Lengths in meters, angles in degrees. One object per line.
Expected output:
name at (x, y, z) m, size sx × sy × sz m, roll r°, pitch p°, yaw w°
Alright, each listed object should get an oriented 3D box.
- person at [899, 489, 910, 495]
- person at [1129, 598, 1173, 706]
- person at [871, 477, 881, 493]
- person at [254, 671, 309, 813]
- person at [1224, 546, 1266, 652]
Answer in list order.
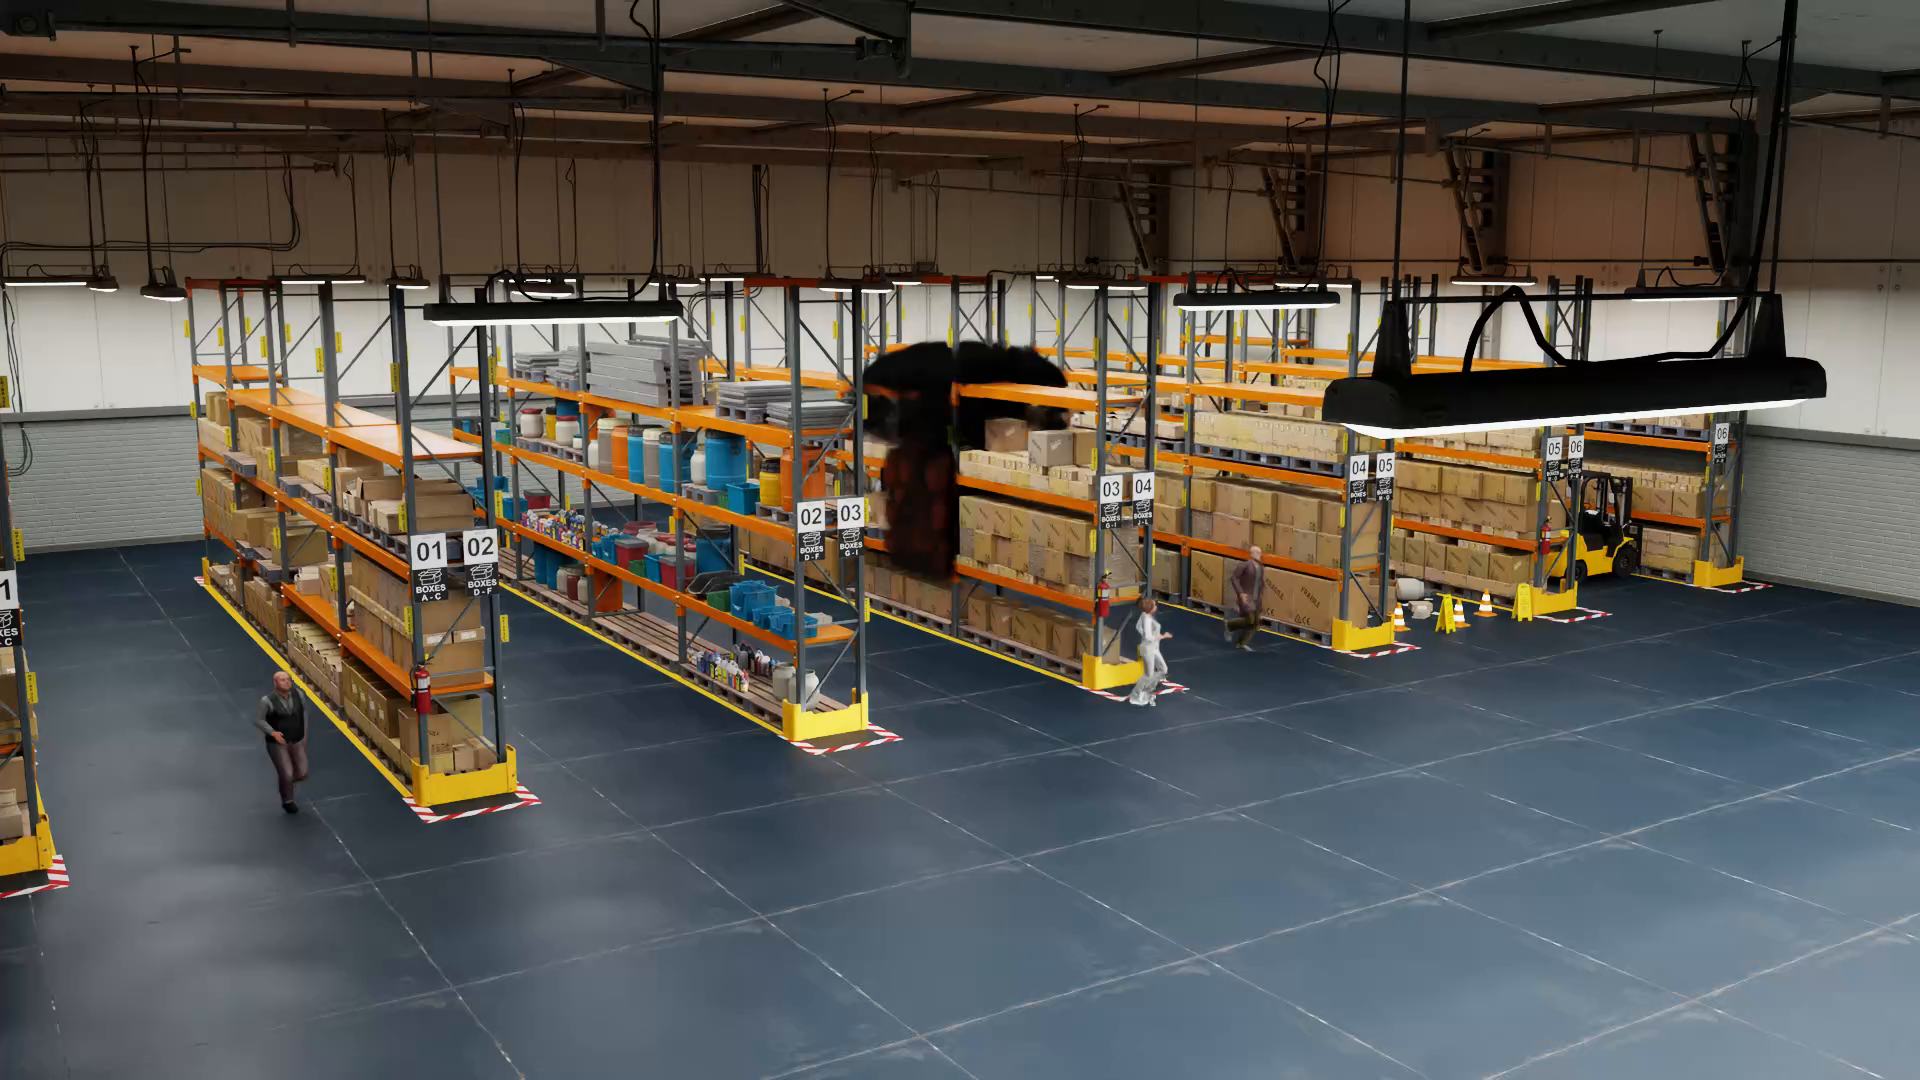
person at (-1.152, -0.159, 33.711) m, size 0.655 × 1.774 × 0.845 m, roll -6°, pitch 11°, yaw -31°
person at (2.729, 1.606, 23.683) m, size 0.620 × 1.599 × 0.515 m, roll 2°, pitch 10°, yaw 12°
person at (-2.051, -1.604, 42.413) m, size 0.559 × 1.722 × 0.703 m, roll -9°, pitch 13°, yaw -44°
person at (-7.800, 2.327, 19.232) m, size 0.602 × 1.677 × 0.662 m, roll 9°, pitch 13°, yaw 42°
person at (4.732, 0.989, 27.349) m, size 0.699 × 1.625 × 0.649 m, roll -8°, pitch 13°, yaw -41°
